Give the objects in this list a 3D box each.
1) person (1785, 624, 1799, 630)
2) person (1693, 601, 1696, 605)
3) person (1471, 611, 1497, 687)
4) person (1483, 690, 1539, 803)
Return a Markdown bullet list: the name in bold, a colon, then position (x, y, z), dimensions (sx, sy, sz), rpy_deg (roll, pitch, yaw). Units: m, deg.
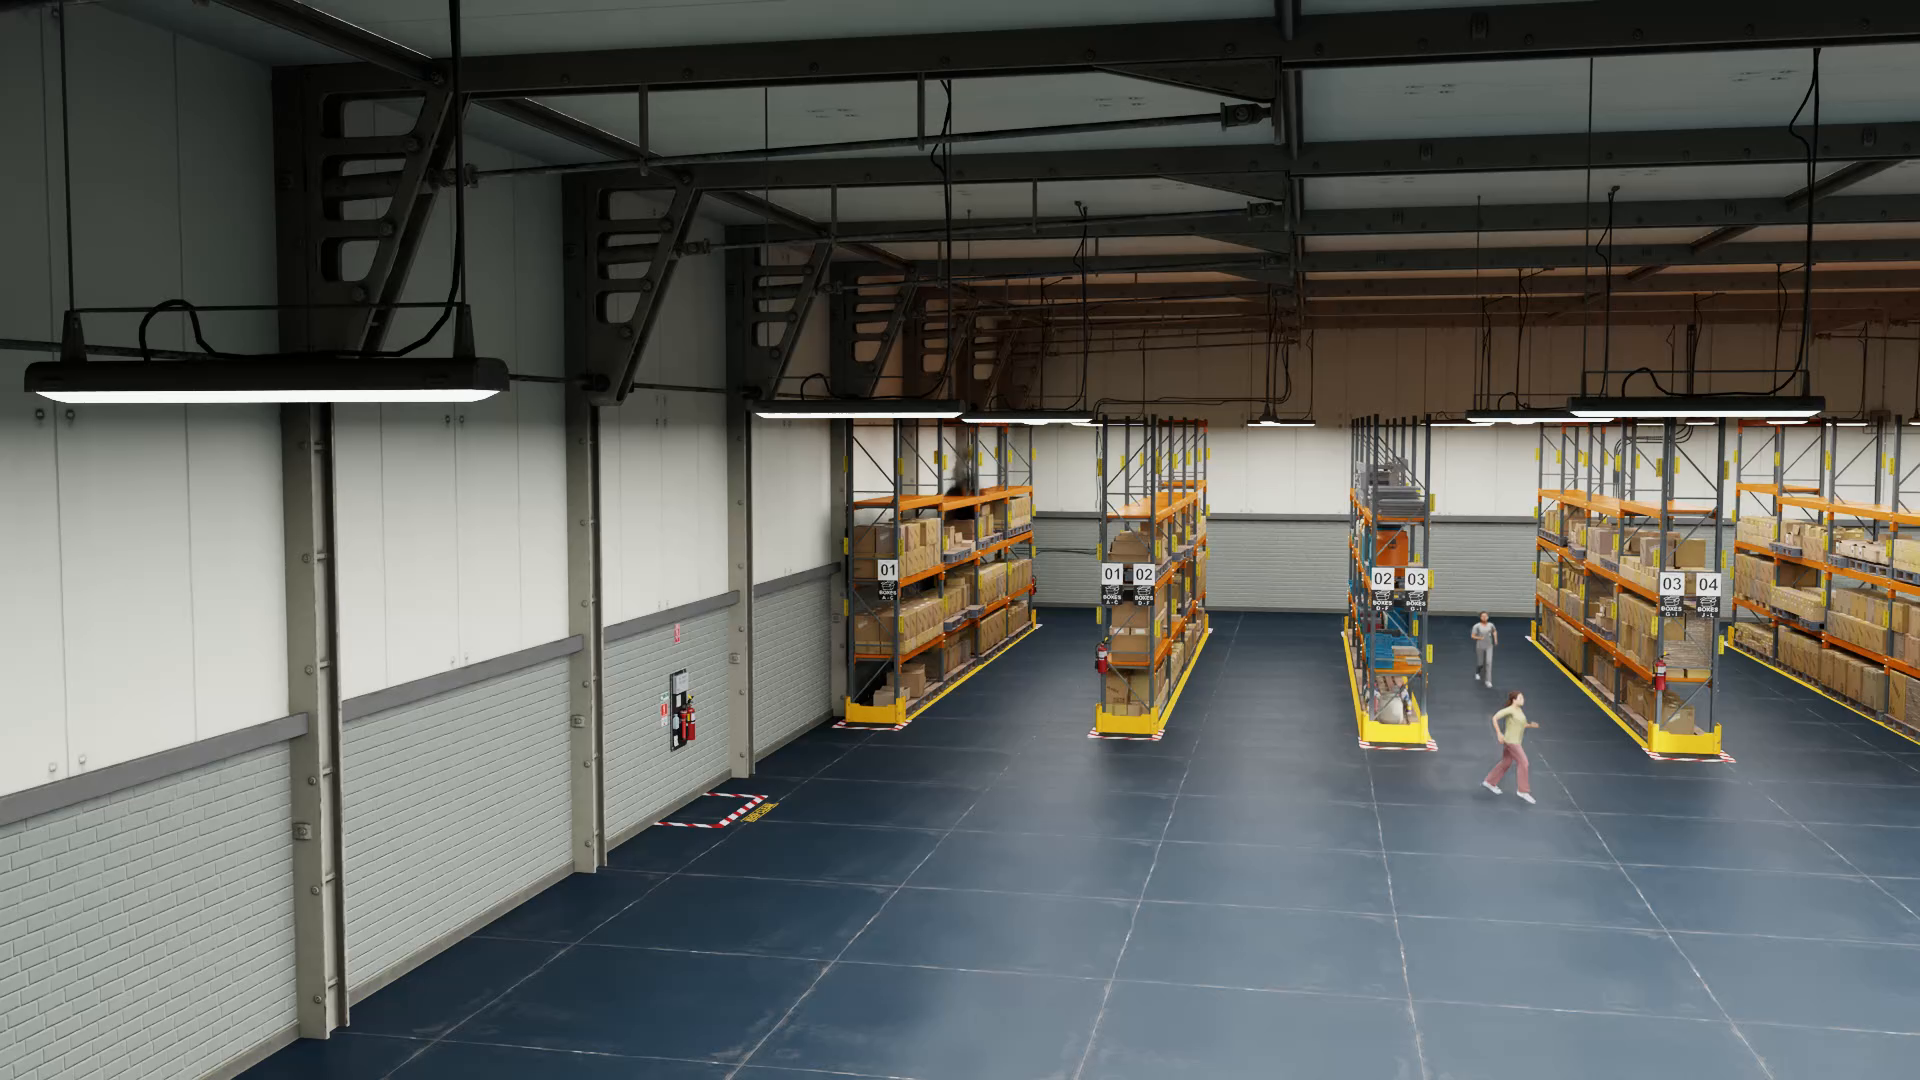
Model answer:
- **person**: position (22.510, 1.895, 44.902), dimensions (0.594, 1.679, 0.599), rpy_deg (1, 4, 10)
- **person**: position (18.883, 2.109, 42.310), dimensions (0.550, 1.613, 0.825), rpy_deg (1, 4, 18)
- **person**: position (11.683, 2.404, 37.023), dimensions (0.581, 1.626, 1.053), rpy_deg (0, 4, 7)
- **person**: position (8.508, 3.163, 25.702), dimensions (0.845, 1.714, 0.546), rpy_deg (3, 5, 34)
